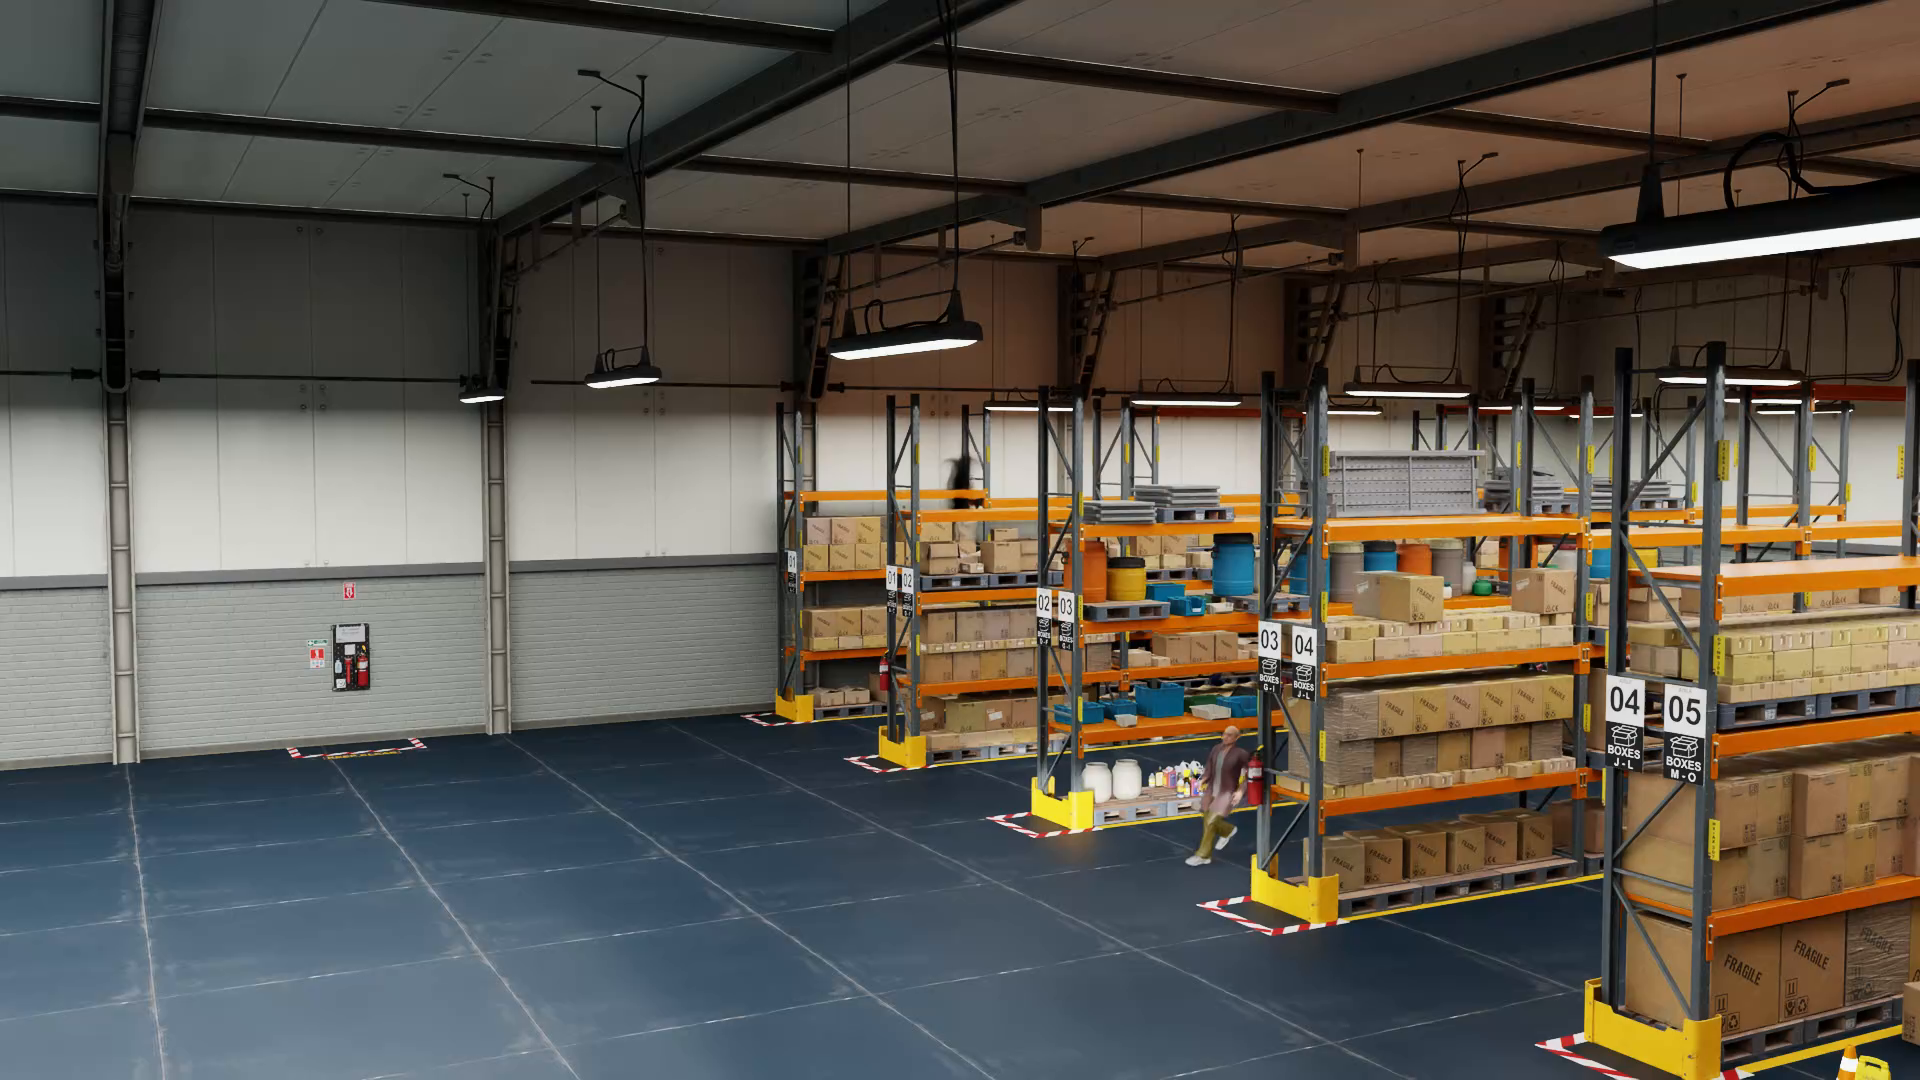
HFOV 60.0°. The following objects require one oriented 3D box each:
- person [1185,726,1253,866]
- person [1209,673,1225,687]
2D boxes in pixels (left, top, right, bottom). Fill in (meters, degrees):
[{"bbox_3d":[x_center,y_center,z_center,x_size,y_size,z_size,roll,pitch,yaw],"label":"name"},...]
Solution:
[{"bbox_3d":[3.275,3.139,20.486,0.910,1.721,0.775,-3,4,-41],"label":"person"},{"bbox_3d":[5.134,2.577,33.593,0.594,1.444,1.087,2,4,35],"label":"person"}]
